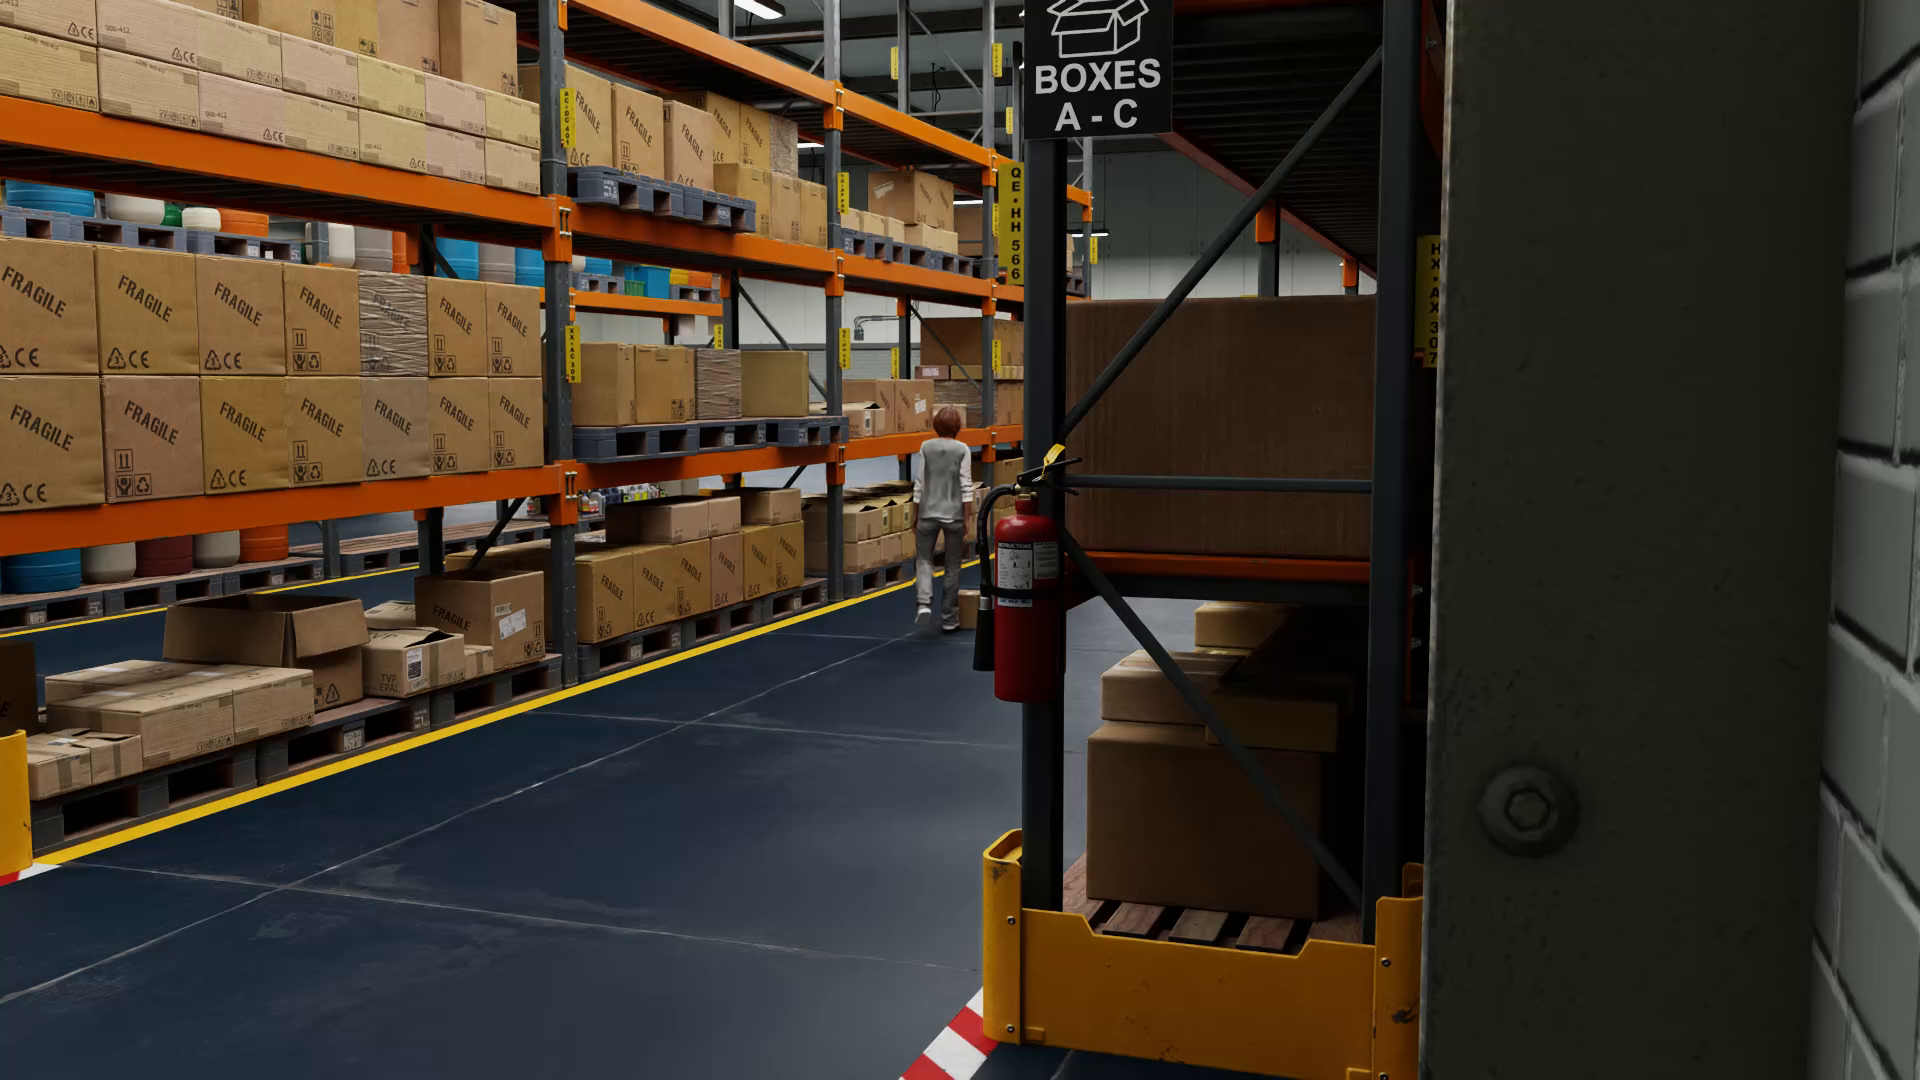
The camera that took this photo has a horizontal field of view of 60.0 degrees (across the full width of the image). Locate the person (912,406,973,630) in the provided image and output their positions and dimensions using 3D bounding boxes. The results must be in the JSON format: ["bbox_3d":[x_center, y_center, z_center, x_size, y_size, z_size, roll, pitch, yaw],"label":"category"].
[{"bbox_3d":[-0.115,-0.143,11.663,0.445,1.571,0.612,1,5,8],"label":"person"}]
